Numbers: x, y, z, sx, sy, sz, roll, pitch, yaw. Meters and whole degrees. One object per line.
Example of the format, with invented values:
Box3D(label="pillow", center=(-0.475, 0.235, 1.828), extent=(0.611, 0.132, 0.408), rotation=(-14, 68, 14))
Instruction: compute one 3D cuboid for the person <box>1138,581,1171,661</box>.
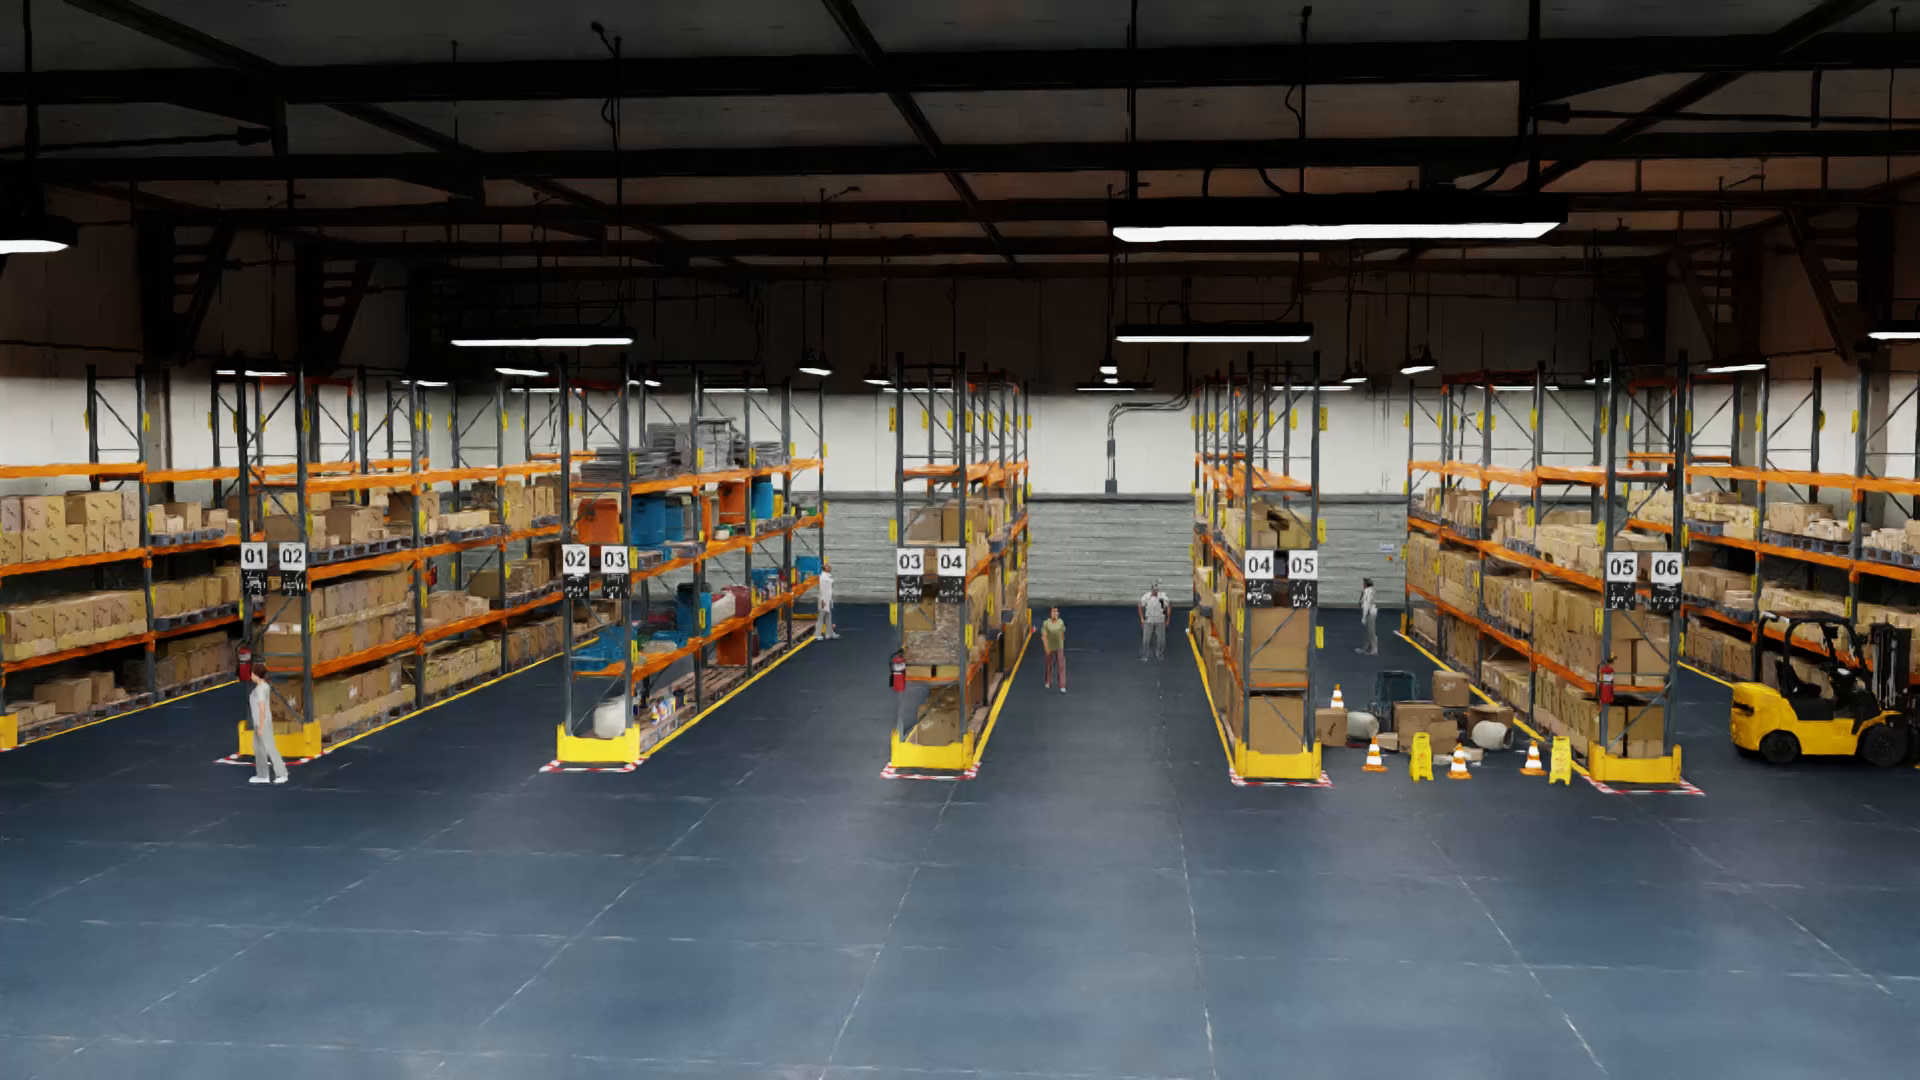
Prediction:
Box3D(label="person", center=(4.049, 1.686, 34.721), extent=(0.666, 1.710, 0.538), rotation=(0, 4, 5))

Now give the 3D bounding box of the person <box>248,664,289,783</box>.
Box3D(label="person", center=(-9.601, 2.545, 23.041), extent=(0.531, 1.660, 0.564), rotation=(-1, 4, -20))

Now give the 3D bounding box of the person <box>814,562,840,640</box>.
Box3D(label="person", center=(-3.083, 1.384, 38.248), extent=(0.530, 1.771, 0.678), rotation=(1, 4, 10))

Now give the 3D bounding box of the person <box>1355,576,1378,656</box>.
Box3D(label="person", center=(8.745, 1.619, 35.690), extent=(0.525, 1.669, 0.565), rotation=(2, 4, 24))

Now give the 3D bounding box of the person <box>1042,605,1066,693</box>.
Box3D(label="person", center=(1.726, 2.018, 30.746), extent=(0.445, 1.572, 1.017), rotation=(0, 4, -3))
